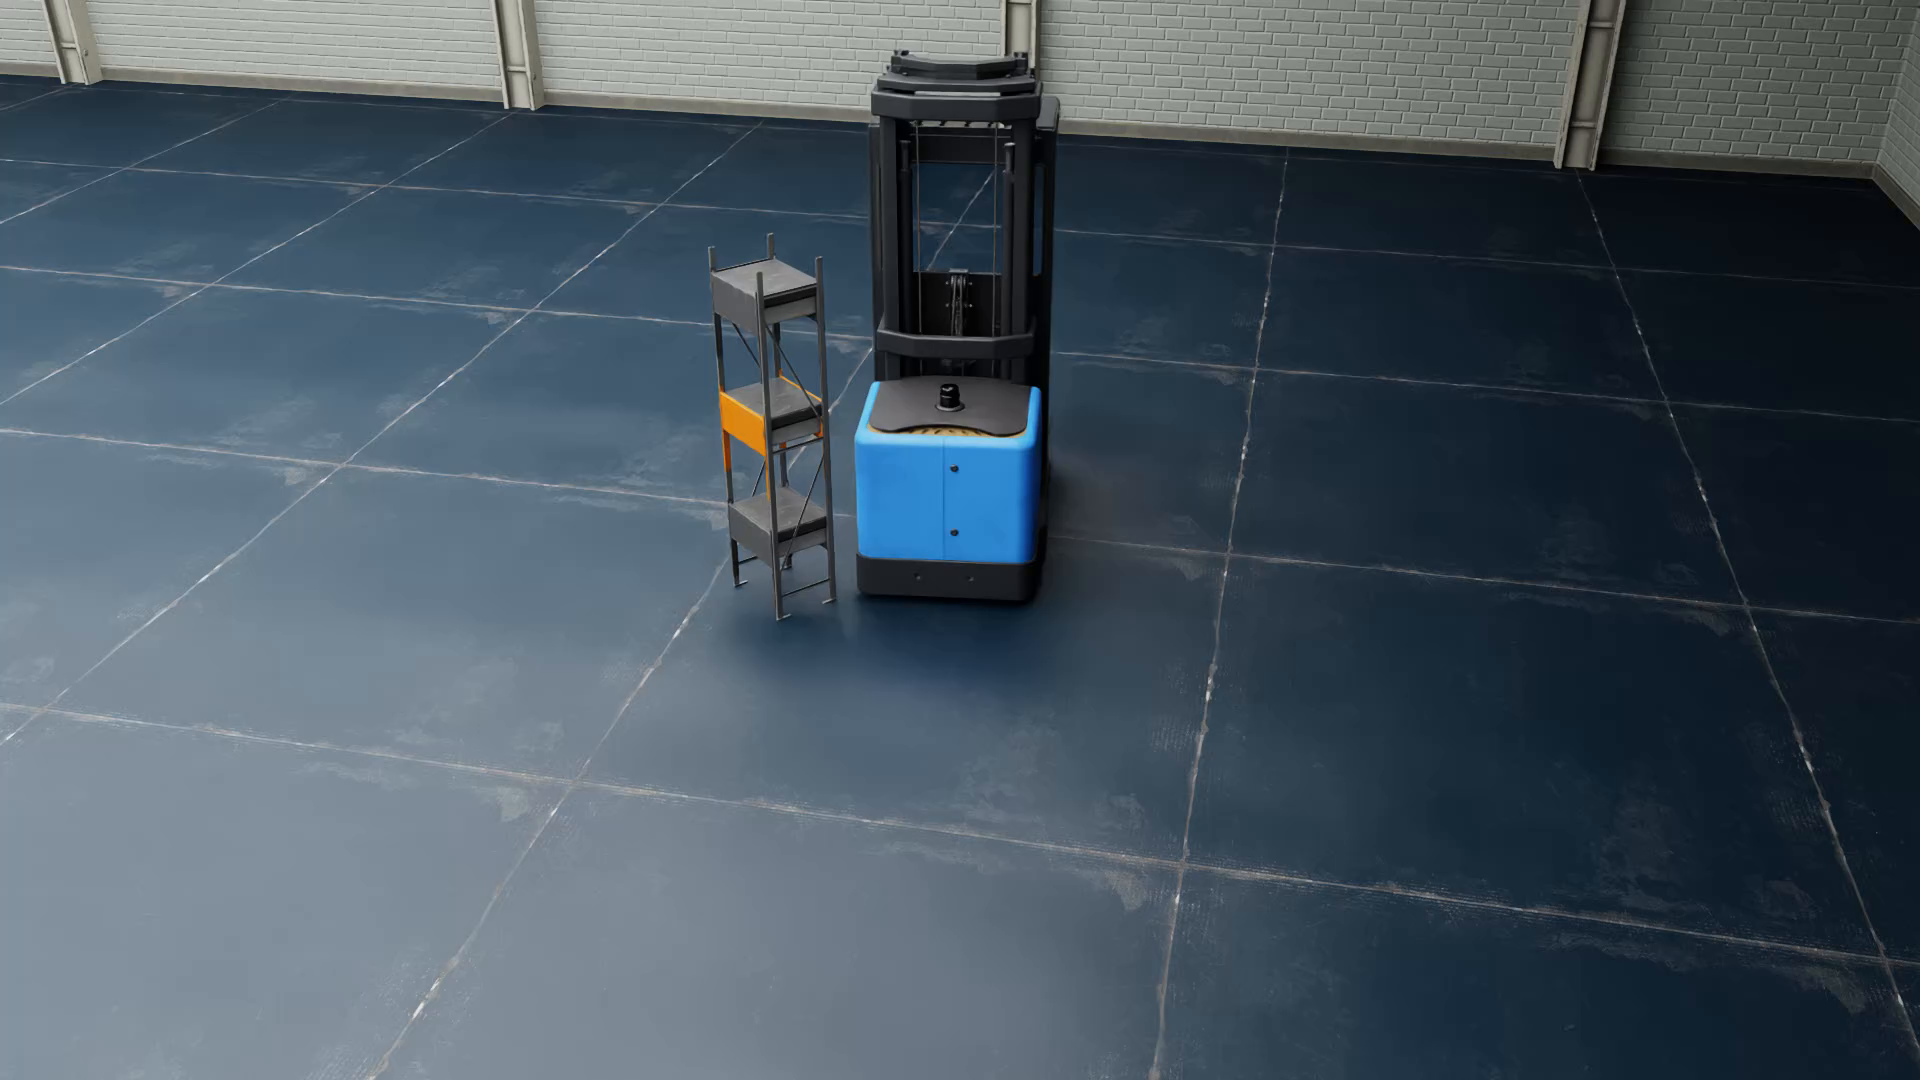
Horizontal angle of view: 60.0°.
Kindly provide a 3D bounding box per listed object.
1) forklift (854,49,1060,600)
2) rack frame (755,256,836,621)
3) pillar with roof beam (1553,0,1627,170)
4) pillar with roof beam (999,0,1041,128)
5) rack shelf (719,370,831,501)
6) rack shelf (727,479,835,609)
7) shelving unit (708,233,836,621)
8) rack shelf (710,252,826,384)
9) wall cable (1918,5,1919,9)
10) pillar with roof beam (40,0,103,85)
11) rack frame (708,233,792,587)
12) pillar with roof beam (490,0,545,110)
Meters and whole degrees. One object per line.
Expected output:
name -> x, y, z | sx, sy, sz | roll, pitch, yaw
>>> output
forklift -> 0.031, -1.614, 10.308 | 1.130, 2.935, 3.031 | 2, 29, 4
rack frame -> -0.891, -0.514, 9.164 | 0.400, 2.100, 0.015 | -20, 34, -32
pillar with roof beam -> 5.634, -5.913, 11.842 | 0.400, 9.000, 9.100 | 6, 29, 11
pillar with roof beam -> -0.233, -6.515, 12.941 | 0.400, 9.000, 9.100 | 6, 29, 11
rack shelf -> -1.038, -0.595, 9.341 | 0.431, 0.518, 0.480 | -20, 34, -32
rack shelf -> -1.038, 0.019, 9.677 | 0.431, 0.518, 0.480 | -20, 34, -32
shelving unit -> -1.038, -0.607, 9.335 | 0.431, 2.100, 0.503 | -20, 34, -32
rack shelf -> -1.038, -1.209, 9.005 | 0.431, 0.518, 0.480 | -20, 34, -32
wall cable -> 9.138, -5.656, 14.607 | 0.112, 2.526, 3.097 | 6, 29, 11
pillar with roof beam -> -11.969, -7.718, 15.139 | 0.400, 9.000, 9.100 | 6, 29, 11
rack frame -> -1.185, -0.701, 9.505 | 0.400, 2.100, 0.015 | -20, 34, -32
pillar with roof beam -> -6.101, -7.116, 14.040 | 0.400, 9.000, 9.100 | 6, 29, 11
